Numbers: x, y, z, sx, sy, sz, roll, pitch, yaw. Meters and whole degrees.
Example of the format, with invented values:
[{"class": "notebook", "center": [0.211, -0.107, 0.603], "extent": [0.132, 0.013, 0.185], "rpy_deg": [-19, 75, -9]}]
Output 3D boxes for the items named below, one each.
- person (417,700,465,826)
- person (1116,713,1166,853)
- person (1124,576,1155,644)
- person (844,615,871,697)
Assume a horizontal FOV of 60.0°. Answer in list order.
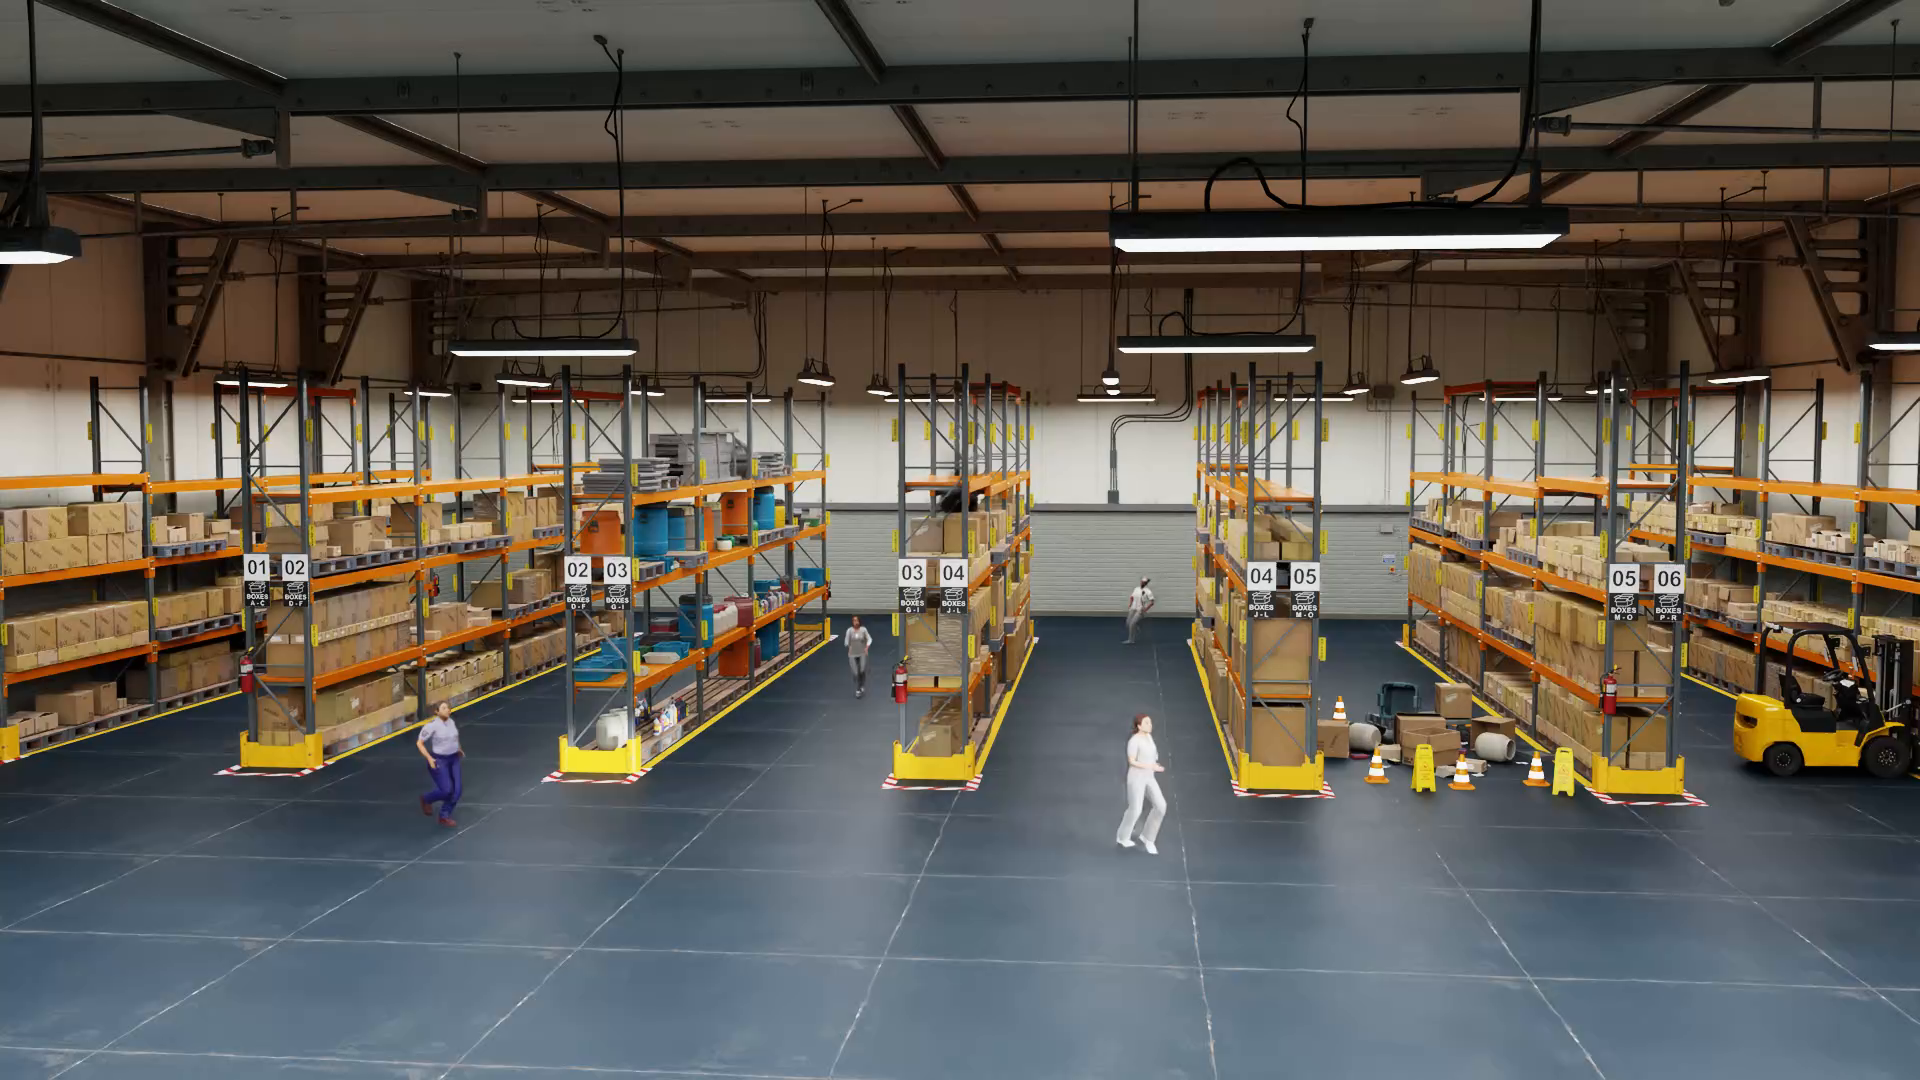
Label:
[{"class": "person", "center": [-6.614, 2.851, 21.261], "extent": [0.550, 1.607, 0.615], "rpy_deg": [2, 4, 31]}, {"class": "person", "center": [2.187, 2.911, 19.864], "extent": [0.580, 1.716, 0.712], "rpy_deg": [-4, 5, -44]}, {"class": "person", "center": [4.256, 1.657, 39.485], "extent": [0.649, 1.612, 0.579], "rpy_deg": [4, 5, 45]}, {"class": "person", "center": [-1.931, 2.199, 31.368], "extent": [0.508, 1.553, 0.586], "rpy_deg": [0, 4, -1]}]
